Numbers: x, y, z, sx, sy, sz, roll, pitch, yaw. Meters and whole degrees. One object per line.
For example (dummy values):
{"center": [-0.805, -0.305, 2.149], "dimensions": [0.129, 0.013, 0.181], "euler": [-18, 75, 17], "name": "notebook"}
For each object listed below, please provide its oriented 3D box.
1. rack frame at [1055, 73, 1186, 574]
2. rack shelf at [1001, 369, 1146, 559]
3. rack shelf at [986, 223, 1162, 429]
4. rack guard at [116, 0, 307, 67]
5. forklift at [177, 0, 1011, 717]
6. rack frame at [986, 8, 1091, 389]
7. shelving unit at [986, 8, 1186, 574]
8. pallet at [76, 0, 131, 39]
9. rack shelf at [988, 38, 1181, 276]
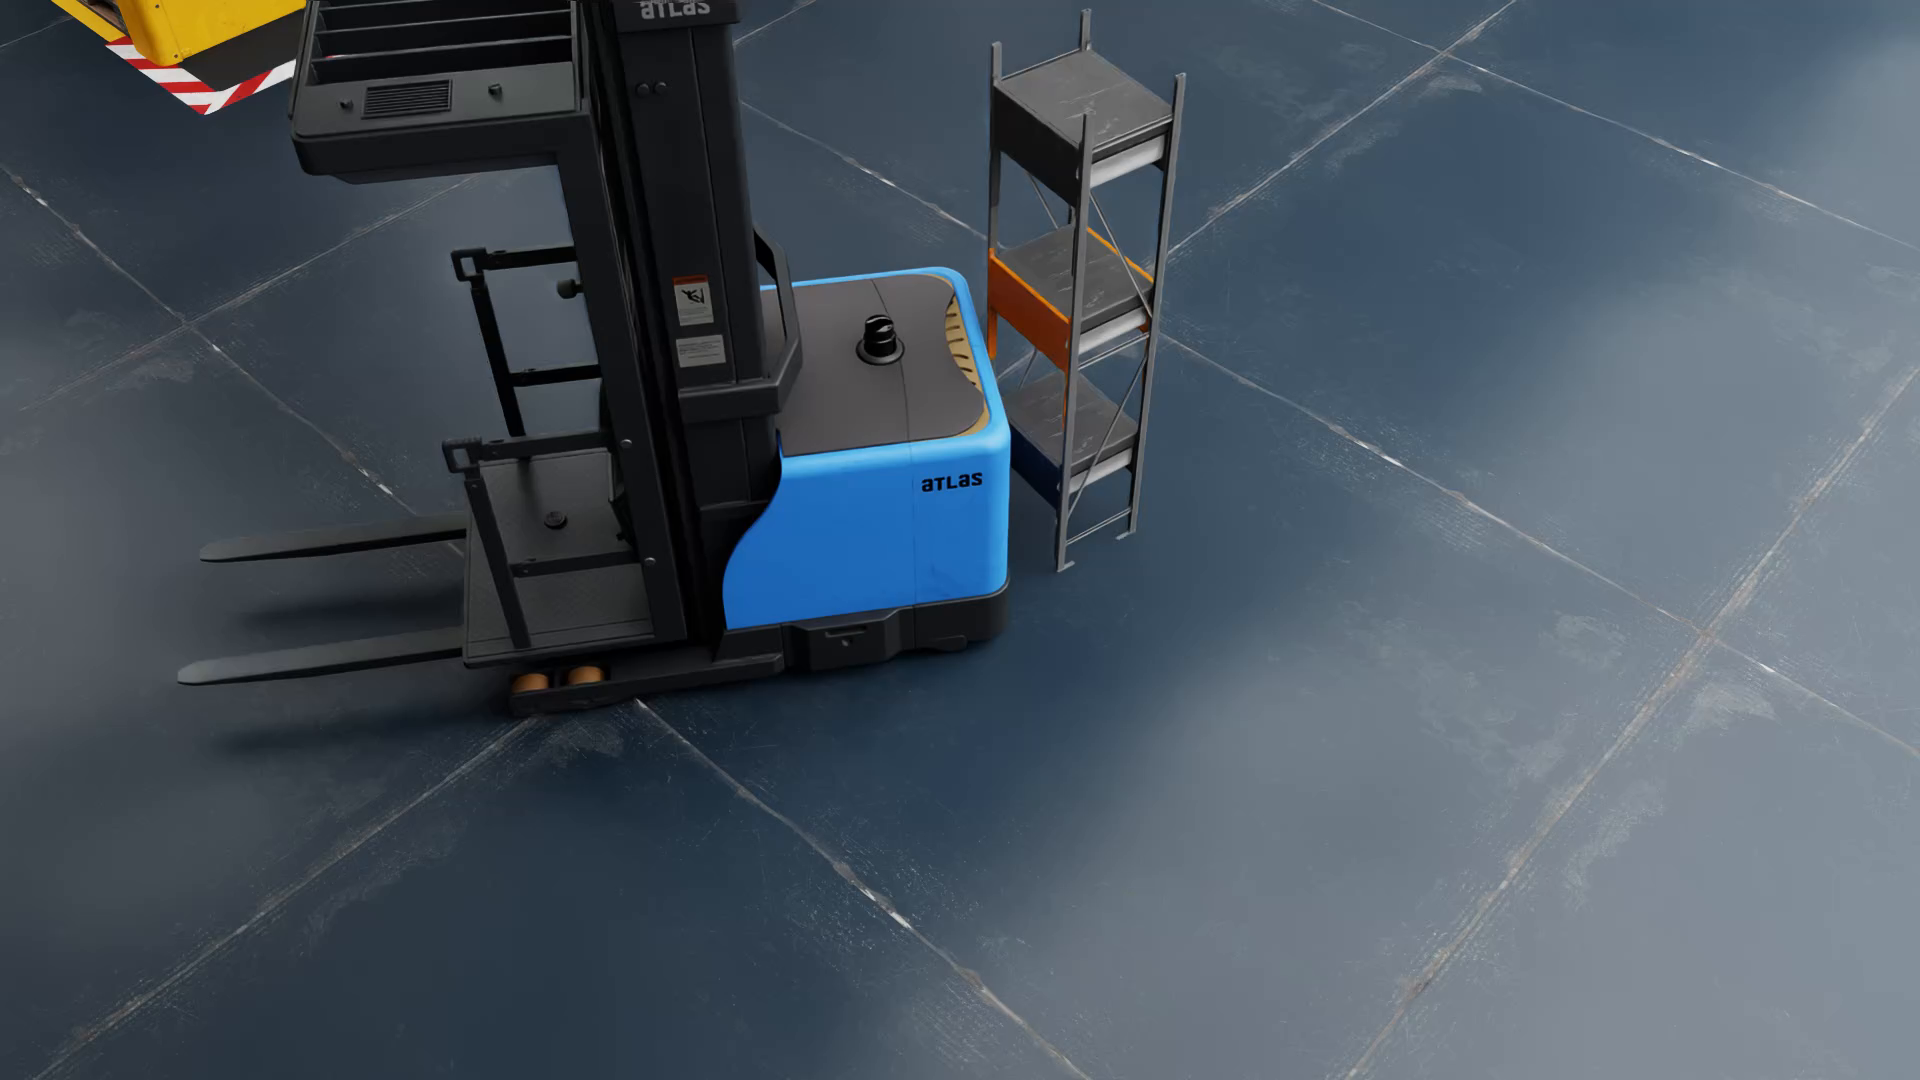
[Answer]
{"center": [0.547, -0.671, 5.940], "dimensions": [0.400, 2.100, 0.015], "euler": [-27, 52, -23], "name": "rack frame"}
{"center": [0.407, -0.329, 6.597], "dimensions": [0.431, 0.518, 0.480], "euler": [-27, 52, -23], "name": "rack shelf"}
{"center": [0.407, -0.808, 6.087], "dimensions": [0.431, 0.518, 0.480], "euler": [-27, 52, -23], "name": "rack shelf"}
{"center": [-4.139, -3.171, 9.384], "dimensions": [0.348, 0.500, 1.175], "euler": [34, 55, 28], "name": "rack guard"}
{"center": [-1.379, -0.774, 5.466], "dimensions": [3.031, 2.935, 1.130], "euler": [-7, 47, -7], "name": "forklift"}
{"center": [0.268, -0.963, 6.214], "dimensions": [0.400, 2.100, 0.015], "euler": [-27, 52, -23], "name": "rack frame"}
{"center": [0.407, -0.817, 6.077], "dimensions": [0.431, 2.100, 0.503], "euler": [-27, 52, -23], "name": "shelving unit"}
{"center": [-4.747, -3.440, 9.835], "dimensions": [1.213, 0.211, 1.003], "euler": [34, 55, 28], "name": "pallet"}
{"center": [0.407, -1.287, 5.577], "dimensions": [0.431, 0.518, 0.480], "euler": [-27, 52, -23], "name": "rack shelf"}
